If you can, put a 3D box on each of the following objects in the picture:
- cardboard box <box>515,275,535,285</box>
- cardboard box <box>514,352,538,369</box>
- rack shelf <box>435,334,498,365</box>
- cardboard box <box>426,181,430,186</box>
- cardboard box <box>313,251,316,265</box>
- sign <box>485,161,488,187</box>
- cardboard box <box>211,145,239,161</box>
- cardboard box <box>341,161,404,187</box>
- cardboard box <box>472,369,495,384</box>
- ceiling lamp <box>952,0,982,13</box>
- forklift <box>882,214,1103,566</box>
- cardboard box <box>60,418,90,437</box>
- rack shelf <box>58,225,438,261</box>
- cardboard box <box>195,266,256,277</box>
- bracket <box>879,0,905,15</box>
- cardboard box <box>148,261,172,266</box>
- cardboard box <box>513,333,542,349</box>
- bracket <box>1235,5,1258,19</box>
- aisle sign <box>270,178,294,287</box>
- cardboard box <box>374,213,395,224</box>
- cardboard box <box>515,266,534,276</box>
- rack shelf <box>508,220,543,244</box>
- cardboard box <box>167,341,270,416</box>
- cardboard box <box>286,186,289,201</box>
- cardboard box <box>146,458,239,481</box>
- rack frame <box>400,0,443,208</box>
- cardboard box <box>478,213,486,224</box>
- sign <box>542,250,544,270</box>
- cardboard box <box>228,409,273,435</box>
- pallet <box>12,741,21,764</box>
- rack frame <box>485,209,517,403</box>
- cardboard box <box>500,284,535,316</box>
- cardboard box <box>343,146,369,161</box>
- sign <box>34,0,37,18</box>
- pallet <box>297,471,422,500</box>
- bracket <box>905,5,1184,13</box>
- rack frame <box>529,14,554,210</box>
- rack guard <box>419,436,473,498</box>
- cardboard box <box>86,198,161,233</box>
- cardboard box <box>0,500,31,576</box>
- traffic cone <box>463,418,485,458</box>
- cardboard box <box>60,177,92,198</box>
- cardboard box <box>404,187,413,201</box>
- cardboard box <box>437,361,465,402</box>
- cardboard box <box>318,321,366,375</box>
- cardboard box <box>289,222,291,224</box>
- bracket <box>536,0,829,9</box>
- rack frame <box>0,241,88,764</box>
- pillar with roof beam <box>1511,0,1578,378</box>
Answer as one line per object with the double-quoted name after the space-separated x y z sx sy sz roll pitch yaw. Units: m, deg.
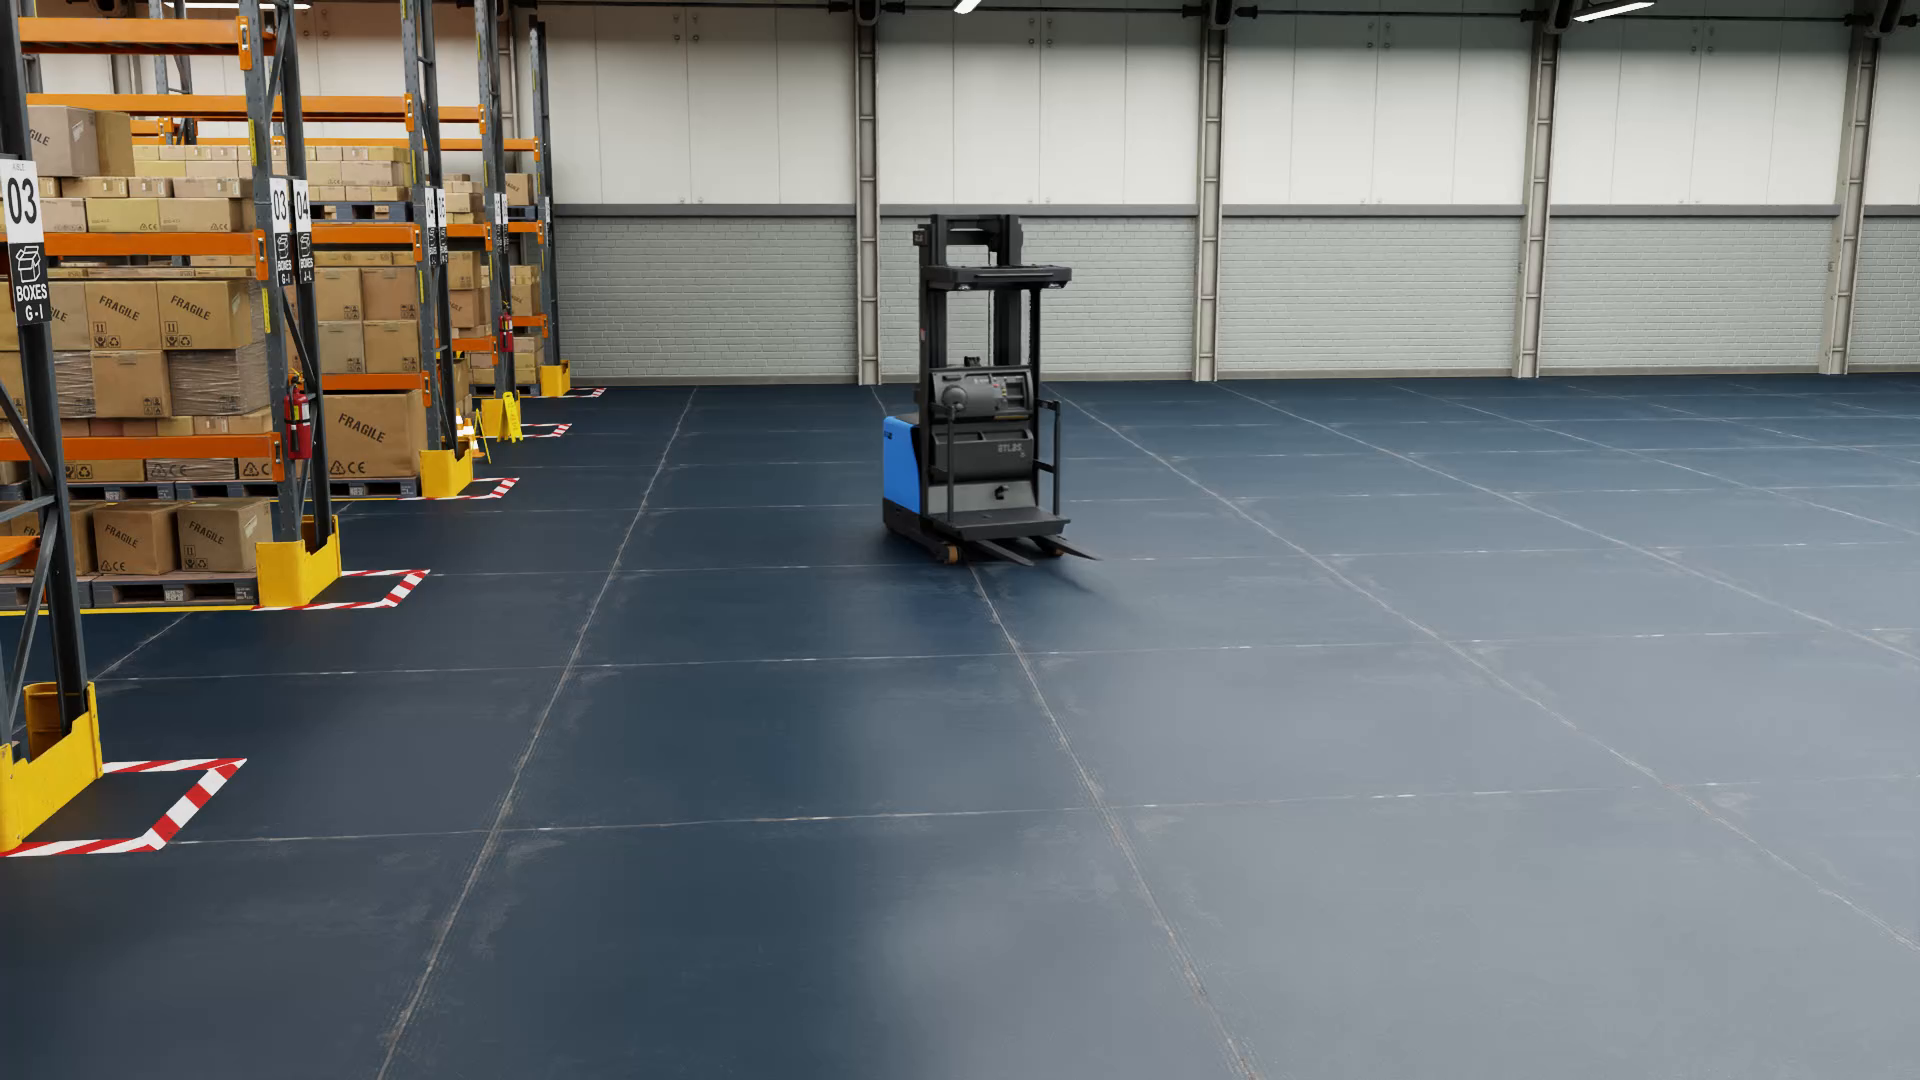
-7.077 -4.233 27.067 0.250 0.149 0.380 -1 11 -5 "cardboard box"
-7.213 -2.959 27.269 0.500 0.250 0.500 -1 11 -7 "cardboard box"
-8.211 -2.581 22.465 4.000 0.370 1.077 -1 11 -6 "rack shelf"
-7.039 -4.644 21.907 0.250 0.149 0.380 -1 11 -7 "cardboard box"
-8.726 -3.557 21.944 0.500 0.500 0.700 -1 11 -7 "cardboard box"
-6.183 -4.775 21.689 0.005 0.325 0.100 -1 11 -6 "sign"
-7.402 -3.919 16.869 0.250 0.149 0.380 -1 11 -6 "cardboard box"
-6.044 -3.764 17.112 0.500 0.250 0.500 -1 11 -5 "cardboard box"
-7.691 -2.705 27.273 0.500 0.250 0.500 -1 11 -6 "cardboard box"
0.393 -9.138 23.272 0.800 3.185 2.000 -1 11 -6 "ceiling lamp"
0.281 -1.316 14.348 1.130 2.935 3.031 -4 12 -21 "forklift"
-6.655 -0.877 12.585 0.250 0.149 0.380 -1 11 -6 "cardboard box"
-7.576 -3.105 17.358 4.000 0.370 1.077 -1 11 -6 "rack shelf"
-7.582 -2.580 17.411 0.500 0.550 0.875 -1 11 -6 "cardboard box"
-1.136 -8.861 27.662 0.430 0.232 0.235 -1 11 -6 "bracket"
-10.705 -3.669 22.337 0.250 0.149 0.380 -1 11 -6 "cardboard box"
-7.261 -3.301 27.711 0.500 0.250 0.500 -1 11 -7 "cardboard box"
4.829 -8.986 28.298 0.430 0.232 0.235 -1 11 -6 "bracket"
-5.059 -2.294 12.404 0.004 0.787 0.394 -1 11 -6 "aisle sign"
-7.561 -4.245 21.944 0.250 0.149 0.380 -1 11 -7 "cardboard box"
-7.096 -4.392 27.105 0.250 0.149 0.380 -1 11 -6 "cardboard box"
-8.751 -5.004 27.017 4.000 0.370 1.077 -1 11 -6 "rack shelf"
-5.702 -1.264 12.871 0.500 0.500 0.875 -1 11 -6 "cardboard box"
-6.894 -3.539 17.001 0.250 0.149 0.380 -1 11 -7 "cardboard box"
-8.036 -1.127 17.628 0.875 0.875 0.875 -1 11 -6 "cardboard box"
-5.588 -4.972 17.211 0.127 3.000 1.000 -1 11 -6 "rack frame"
-6.588 -4.379 22.624 0.250 0.149 0.380 -1 11 -6 "cardboard box"
-6.718 -4.507 26.784 0.005 0.325 0.100 -1 11 -6 "sign"
-5.414 -0.906 12.733 0.250 0.149 0.380 -1 11 -6 "cardboard box"
-5.496 1.270 8.243 1.213 0.211 1.003 -1 11 -6 "pallet"
-6.223 -2.975 22.608 0.127 3.000 1.000 -1 11 -6 "rack frame"
-7.223 -3.915 27.131 0.500 0.500 0.500 -1 11 -7 "cardboard box"
-6.134 -3.946 17.006 0.250 0.149 0.380 -1 11 -6 "cardboard box"
-9.600 -5.531 17.226 0.005 0.325 0.100 -1 11 -6 "sign"
-6.374 -0.628 17.898 1.213 0.211 1.003 -1 11 -6 "pallet"
1.442 -8.915 27.937 4.783 0.066 0.076 -1 11 -6 "bracket"
-6.763 -6.871 26.871 0.127 3.000 1.000 -1 11 -6 "rack frame"
-5.564 -0.802 18.033 0.348 0.500 1.175 -1 11 -6 "rack guard"
-6.101 -2.403 12.311 0.500 0.250 0.500 -1 11 -6 "cardboard box"
-7.550 -0.013 12.931 0.500 0.500 0.500 -2 11 -11 "cardboard box"
-6.053 -1.268 20.502 0.334 0.463 0.336 -1 11 -6 "traffic cone"
-6.433 -2.602 12.290 0.250 0.149 0.380 -1 11 -5 "cardboard box"
-5.963 -3.686 17.751 0.250 0.149 0.380 -1 11 -6 "cardboard box"
-6.991 -2.133 22.421 0.500 0.500 0.500 -1 11 -6 "cardboard box"
-6.496 -2.070 17.612 0.550 0.550 0.875 -1 11 -6 "cardboard box"
-8.842 -4.222 21.825 0.250 0.149 0.380 -2 11 -8 "cardboard box"
-4.523 -8.790 27.301 4.783 0.066 0.076 -1 11 -6 "bracket"
-4.618 -0.125 8.109 0.127 3.000 1.000 -1 11 -6 "rack frame"
10.808 -6.578 25.384 0.548 9.000 9.100 -1 11 -6 "pillar with roof beam"
